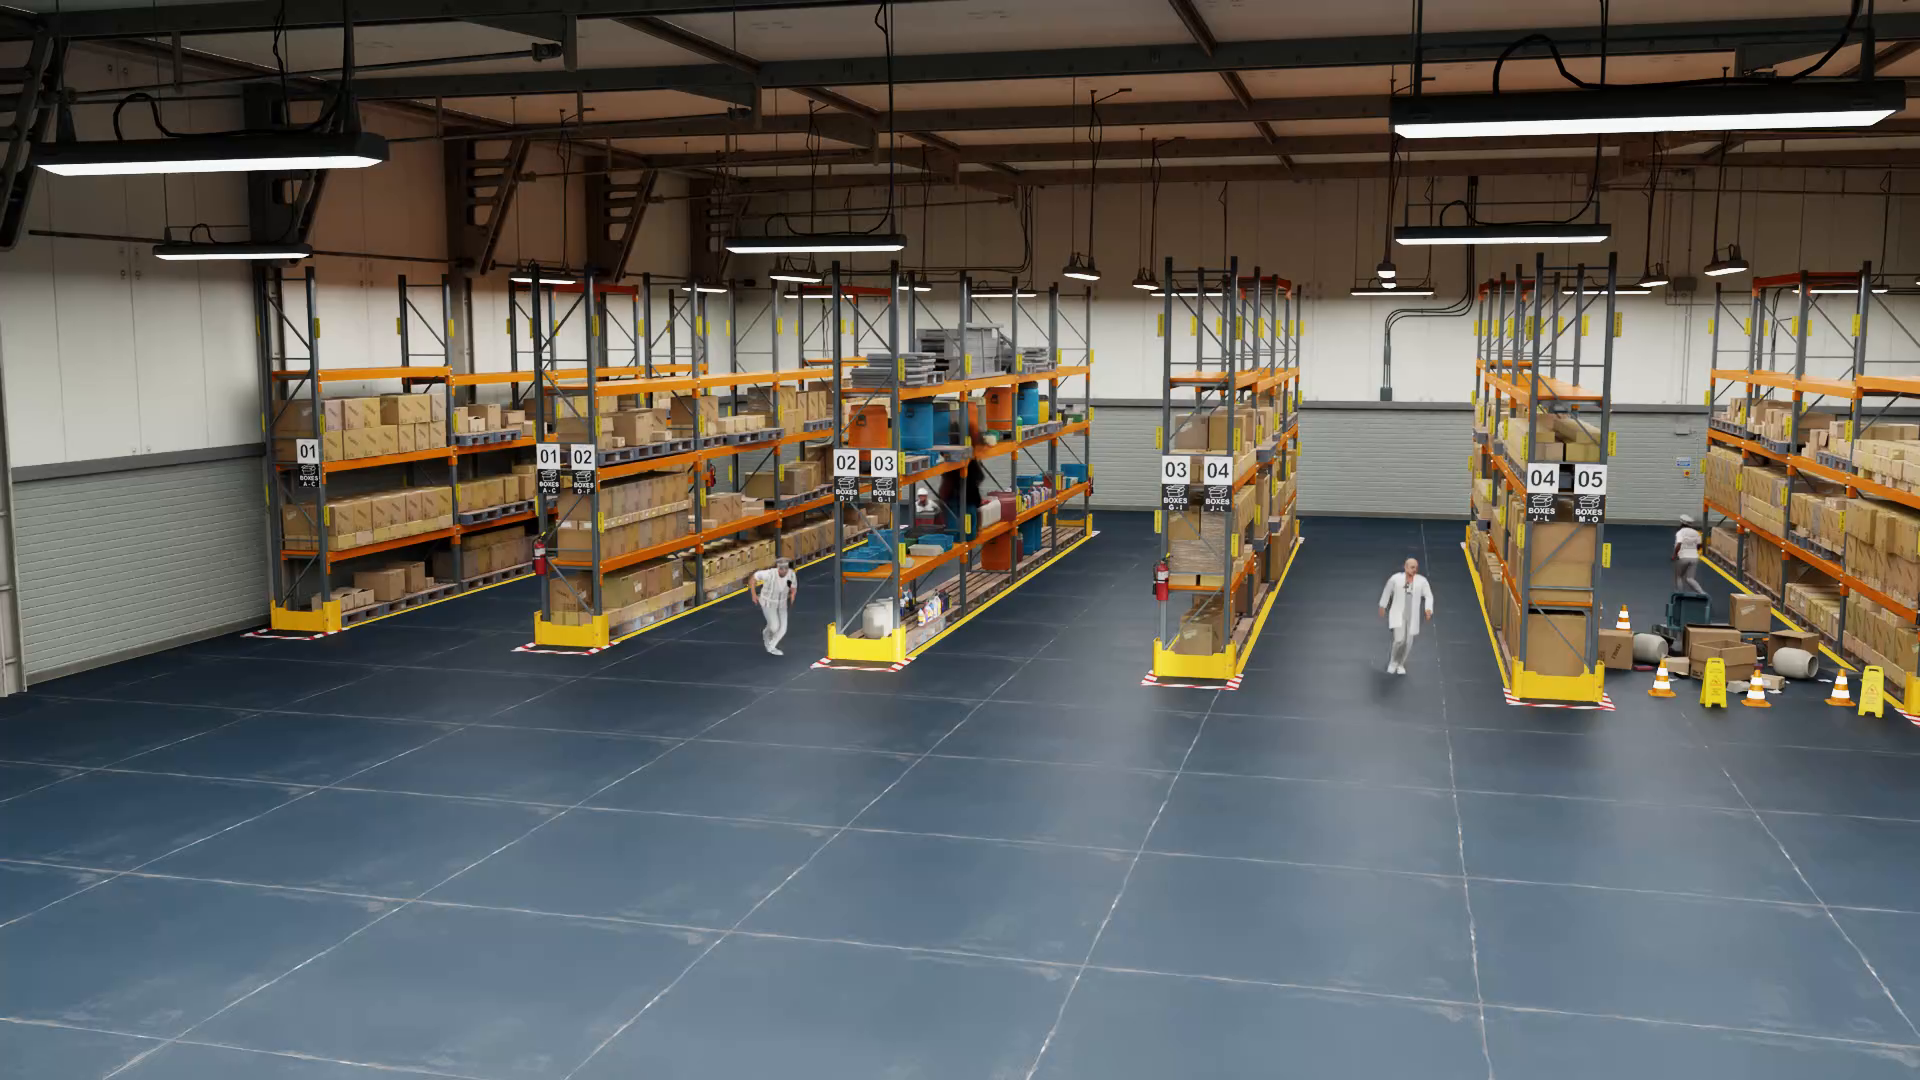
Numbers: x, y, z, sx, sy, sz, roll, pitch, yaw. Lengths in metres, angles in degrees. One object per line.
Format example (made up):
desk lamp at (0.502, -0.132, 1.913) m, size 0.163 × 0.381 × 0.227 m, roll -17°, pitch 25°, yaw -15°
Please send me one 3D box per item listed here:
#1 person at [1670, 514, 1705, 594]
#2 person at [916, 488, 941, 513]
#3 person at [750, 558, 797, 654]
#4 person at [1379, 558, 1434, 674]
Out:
person at (13.246, 0.379, 30.159) m, size 0.573 × 1.644 × 0.742 m, roll -1°, pitch 7°, yaw -8°
person at (-0.731, -0.275, 35.118) m, size 0.653 × 1.666 × 0.841 m, roll 1°, pitch 7°, yaw 6°
person at (-2.832, 1.019, 25.365) m, size 0.694 × 1.566 × 0.865 m, roll -4°, pitch 8°, yaw -29°
person at (6.432, 1.110, 23.880) m, size 0.664 × 1.725 × 0.879 m, roll 0°, pitch 7°, yaw 0°
